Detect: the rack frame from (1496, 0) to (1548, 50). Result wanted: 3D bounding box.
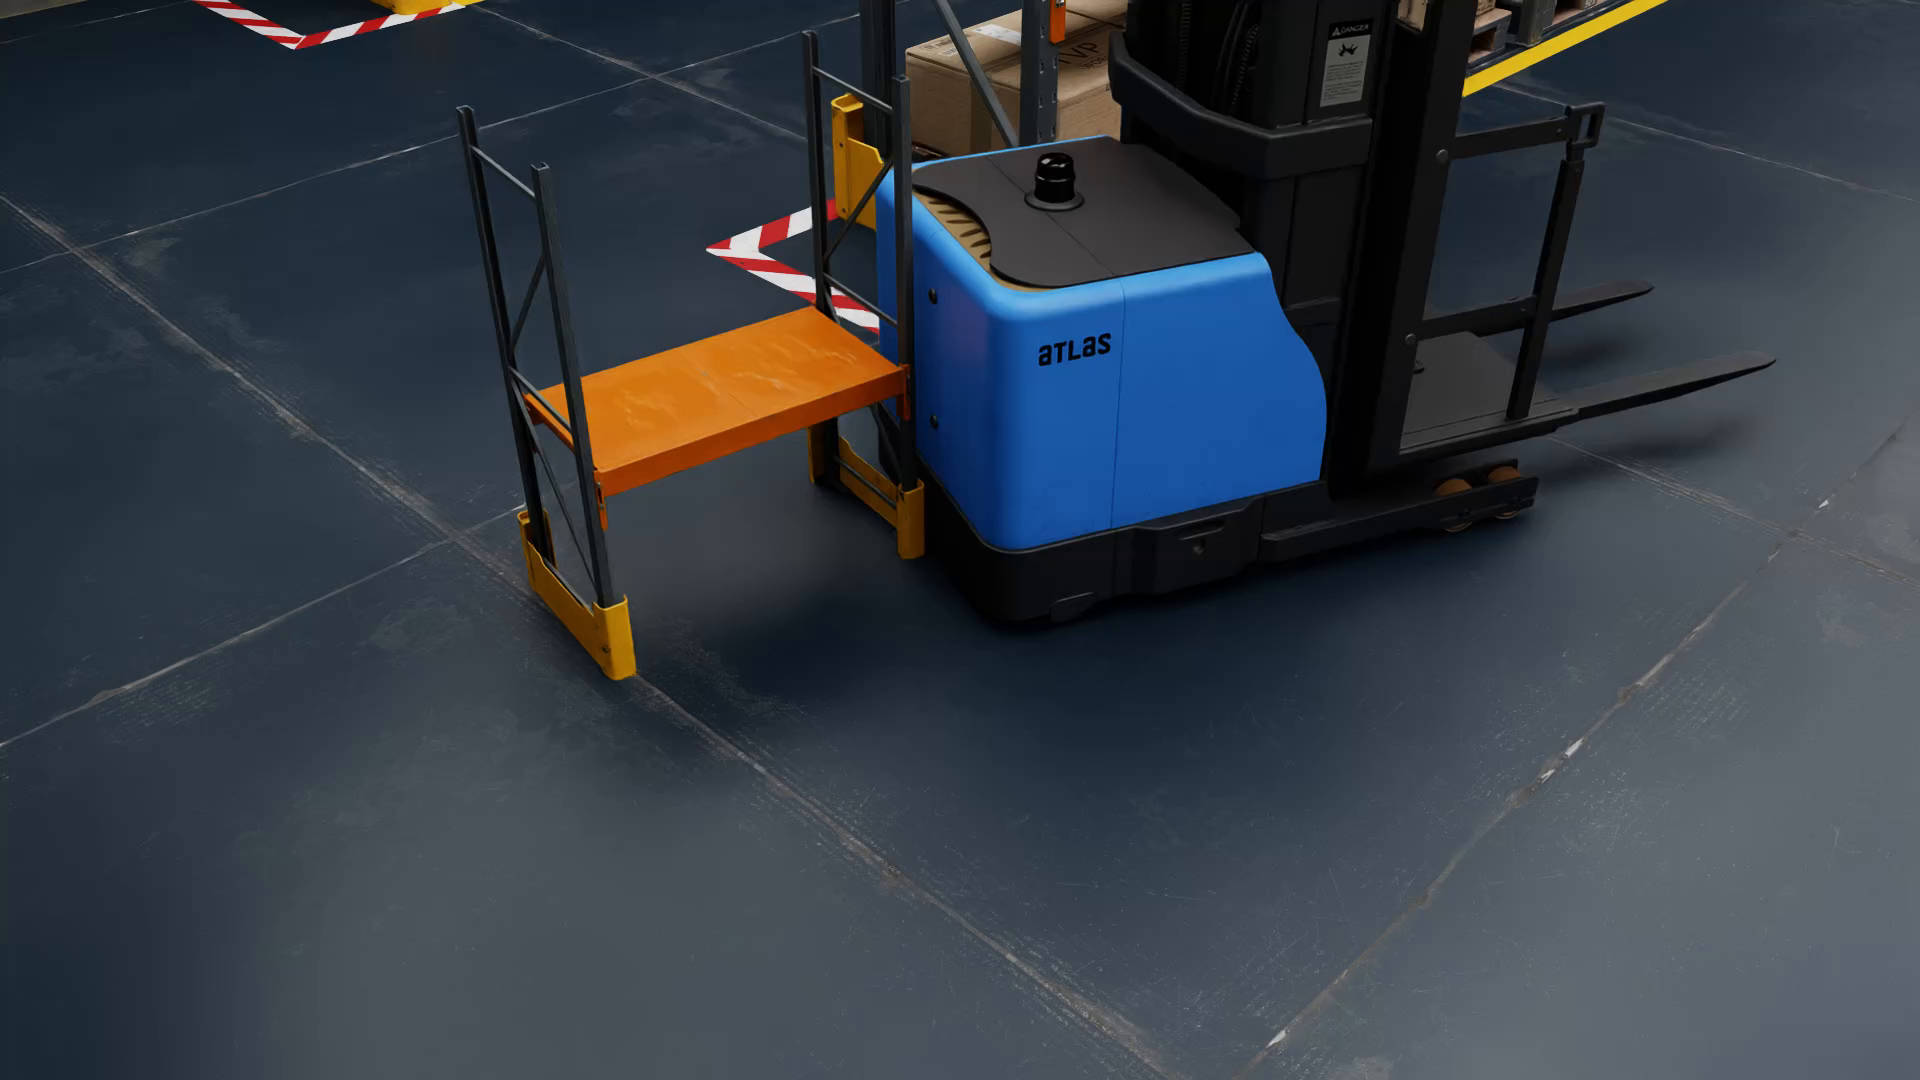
[{"bbox_3d":[2.799,-4.139,8.562,1.000,3.000,0.127,30,45,35],"label":"rack frame"}]

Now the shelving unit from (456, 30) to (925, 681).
[{"bbox_3d":[-0.708,-0.531,4.700,1.083,1.500,0.587,-22,41,-29],"label":"shelving unit"}]

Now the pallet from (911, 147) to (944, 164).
[{"bbox_3d":[0.488,-1.727,7.542,1.003,0.211,1.213,30,45,35],"label":"pallet"}]

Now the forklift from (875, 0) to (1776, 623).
[{"bbox_3d":[1.300,-1.495,4.831,3.031,2.935,1.130,-13,37,-18],"label":"forklift"}]

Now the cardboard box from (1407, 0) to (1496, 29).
[{"bbox_3d":[2.280,-3.048,8.871,0.875,0.438,0.875,29,44,35],"label":"cardboard box"}]

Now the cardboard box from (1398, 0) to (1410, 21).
[{"bbox_3d":[1.650,-2.685,8.350,0.875,0.438,0.875,28,44,34],"label":"cardboard box"}]

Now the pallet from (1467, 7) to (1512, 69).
[{"bbox_3d":[2.208,-2.718,8.962,1.003,0.211,1.213,30,45,35],"label":"pallet"}]

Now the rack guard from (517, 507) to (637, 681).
[{"bbox_3d":[-1.113,0.148,4.819,0.087,0.250,0.587,-22,41,-29],"label":"rack guard"}]

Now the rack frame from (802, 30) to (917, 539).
[{"bbox_3d":[-0.288,-0.703,4.947,0.032,1.500,0.500,-22,41,-29],"label":"rack frame"}]

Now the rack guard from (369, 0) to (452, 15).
[{"bbox_3d":[-3.491,-3.519,9.859,1.175,0.500,0.348,30,45,35],"label":"rack guard"}]

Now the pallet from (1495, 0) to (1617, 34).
[{"bbox_3d":[3.289,-3.338,9.852,1.003,0.211,1.213,30,45,35],"label":"pallet"}]

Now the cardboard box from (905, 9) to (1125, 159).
[{"bbox_3d":[0.375,-1.944,7.288,0.875,0.438,0.875,28,44,34],"label":"cardboard box"}]

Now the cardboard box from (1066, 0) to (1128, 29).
[{"bbox_3d":[1.013,-2.319,7.826,0.875,0.438,0.875,-29,44,-34],"label":"cardboard box"}]

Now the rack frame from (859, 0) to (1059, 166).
[{"bbox_3d":[-0.019,-2.515,6.234,1.000,3.000,0.127,30,45,35],"label":"rack frame"}]

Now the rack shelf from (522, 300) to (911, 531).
[{"bbox_3d":[-0.701,-0.386,4.807,1.000,0.185,0.538,-22,41,-29],"label":"rack shelf"}]

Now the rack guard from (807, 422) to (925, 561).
[{"bbox_3d":[-0.304,-0.184,5.296,0.087,0.250,0.587,-22,41,-29],"label":"rack guard"}]

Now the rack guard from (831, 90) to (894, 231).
[{"bbox_3d":[-0.036,-1.480,6.935,1.175,0.500,0.348,30,45,35],"label":"rack guard"}]

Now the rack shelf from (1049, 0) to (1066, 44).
[{"bbox_3d":[1.390,-3.032,7.604,1.077,0.370,4.000,30,45,35],"label":"rack shelf"}]

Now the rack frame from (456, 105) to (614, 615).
[{"bbox_3d":[-1.114,-0.364,4.461,0.032,1.500,0.500,-22,41,-29],"label":"rack frame"}]
